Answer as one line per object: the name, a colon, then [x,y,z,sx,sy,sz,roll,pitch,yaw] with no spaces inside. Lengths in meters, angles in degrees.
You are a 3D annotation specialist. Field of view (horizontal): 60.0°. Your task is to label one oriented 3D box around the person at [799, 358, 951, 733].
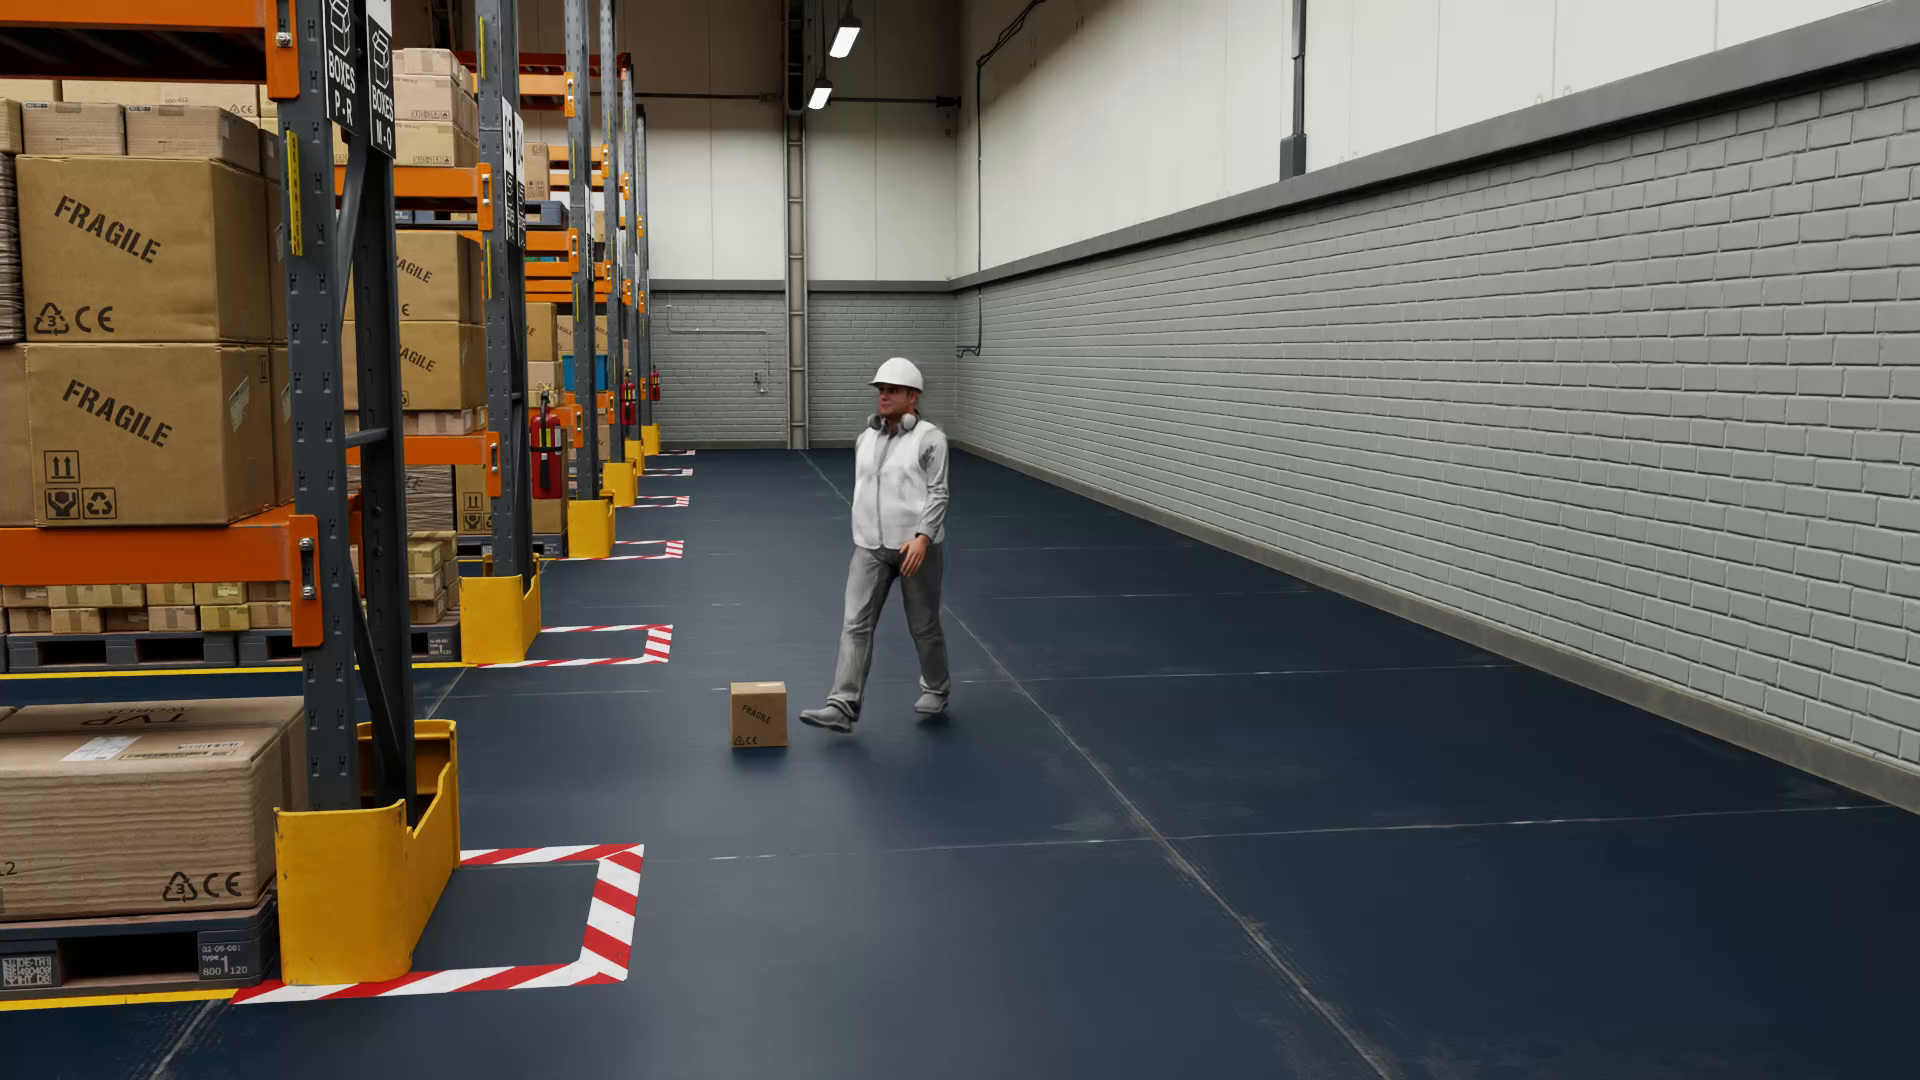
person: [-0.324,0.019,7.740,0.553,1.722,0.983,3,7,24]
